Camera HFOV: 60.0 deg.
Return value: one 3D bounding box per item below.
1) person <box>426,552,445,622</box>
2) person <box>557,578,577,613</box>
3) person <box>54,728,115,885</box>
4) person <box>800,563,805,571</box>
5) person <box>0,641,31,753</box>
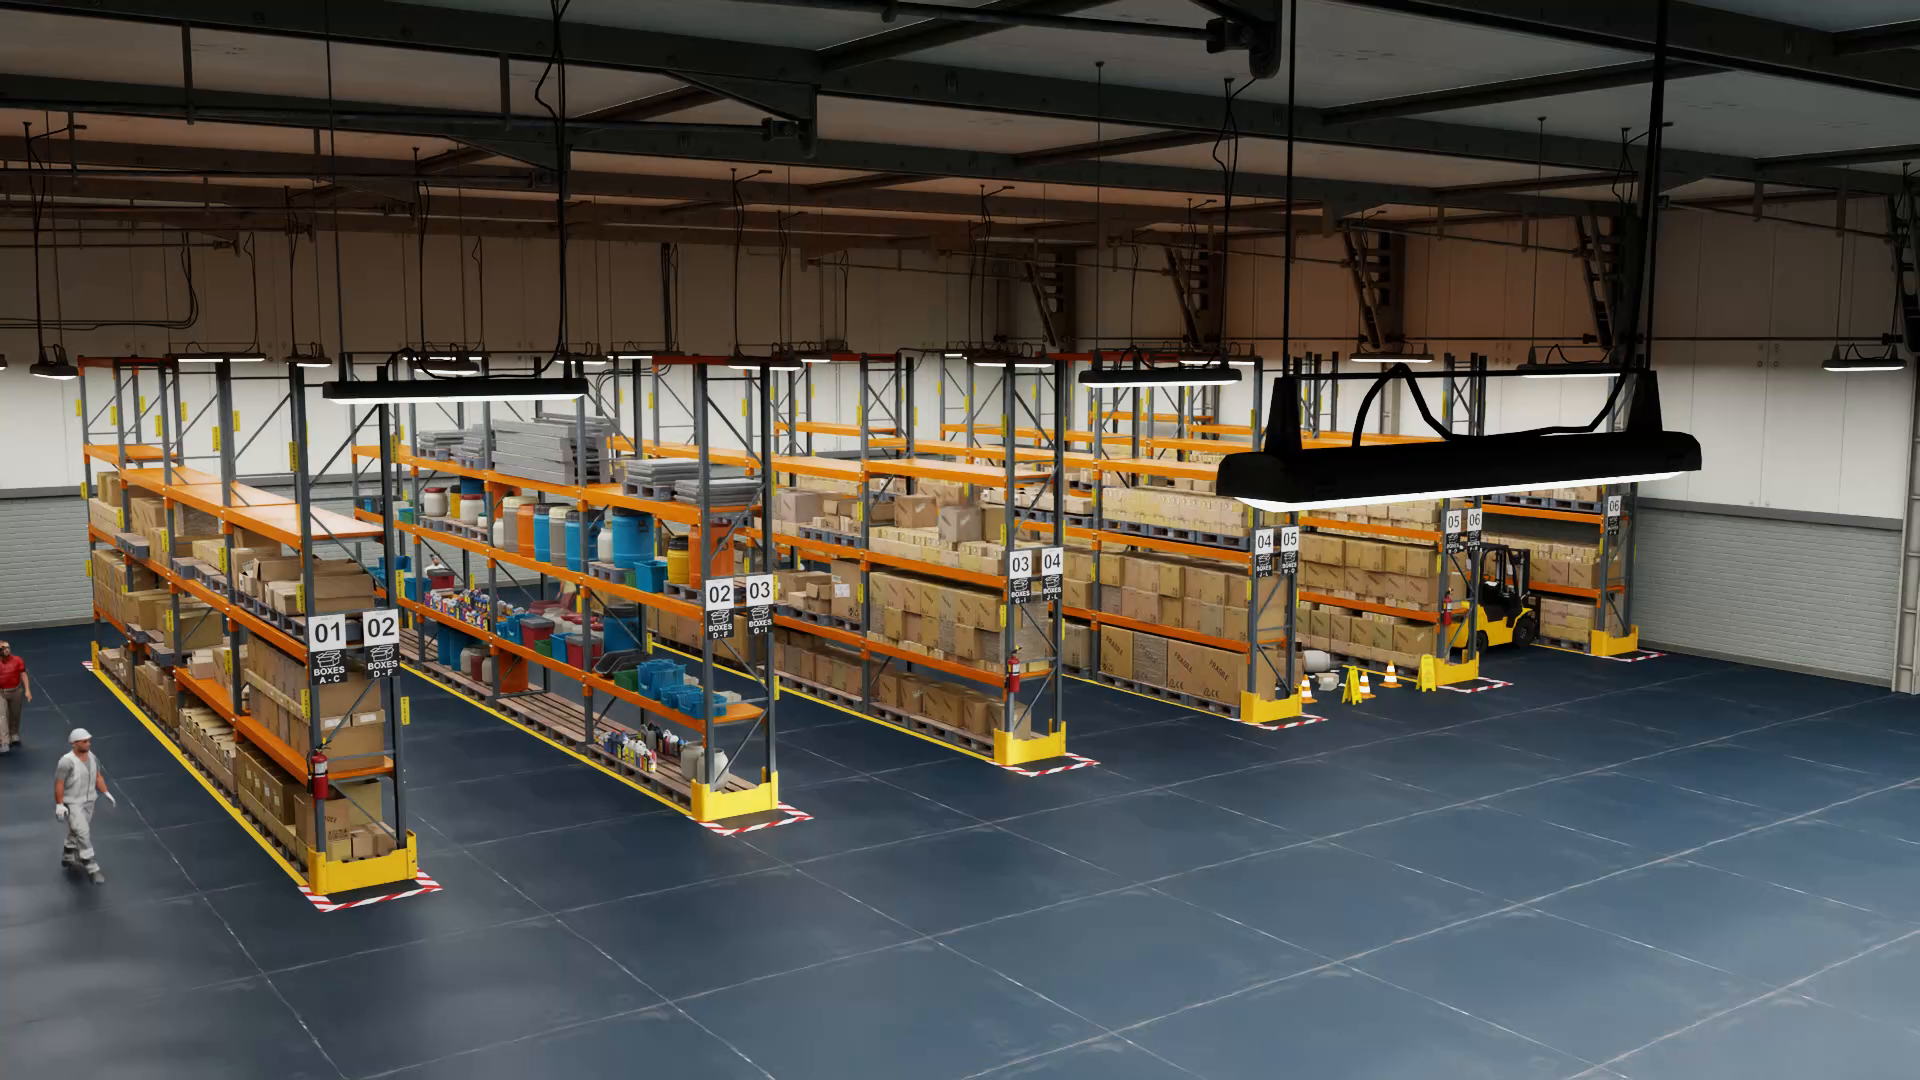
[{"bbox_3d":[-11.467,1.073,36.502,0.988,1.635,0.517,6,9,39],"label":"person"},{"bbox_3d":[-8.388,1.169,35.922,0.616,1.647,0.516,3,7,21],"label":"person"},{"bbox_3d":[-10.312,3.088,19.552,0.959,1.770,0.629,3,8,25],"label":"person"},{"bbox_3d":[-3.221,1.350,33.928,0.616,1.764,0.497,-2,7,-15],"label":"person"},{"bbox_3d":[-14.710,2.380,25.655,0.651,1.659,1.084,-4,8,-32],"label":"person"}]
